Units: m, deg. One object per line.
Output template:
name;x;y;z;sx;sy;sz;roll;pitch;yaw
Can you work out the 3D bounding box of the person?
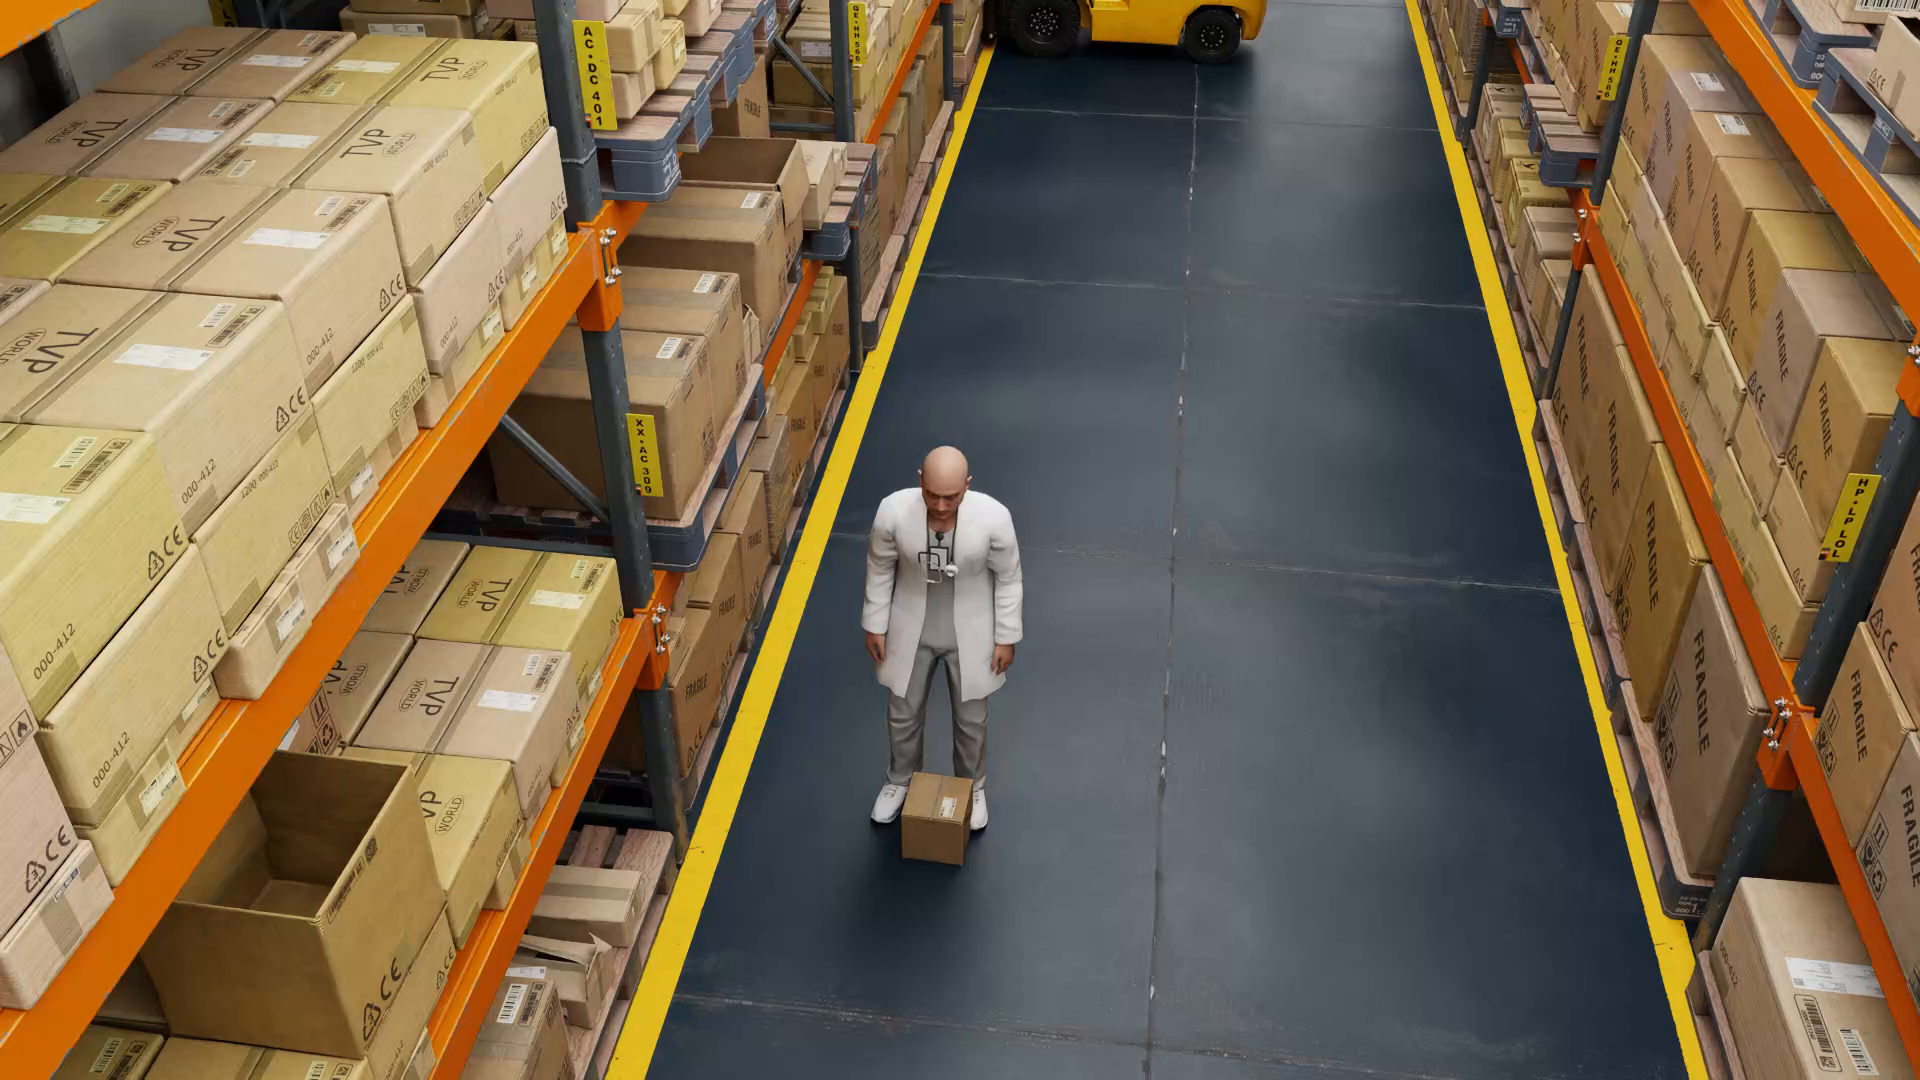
person;-0.073;0.371;6.539;0.640;1.773;0.426;4;36;6
